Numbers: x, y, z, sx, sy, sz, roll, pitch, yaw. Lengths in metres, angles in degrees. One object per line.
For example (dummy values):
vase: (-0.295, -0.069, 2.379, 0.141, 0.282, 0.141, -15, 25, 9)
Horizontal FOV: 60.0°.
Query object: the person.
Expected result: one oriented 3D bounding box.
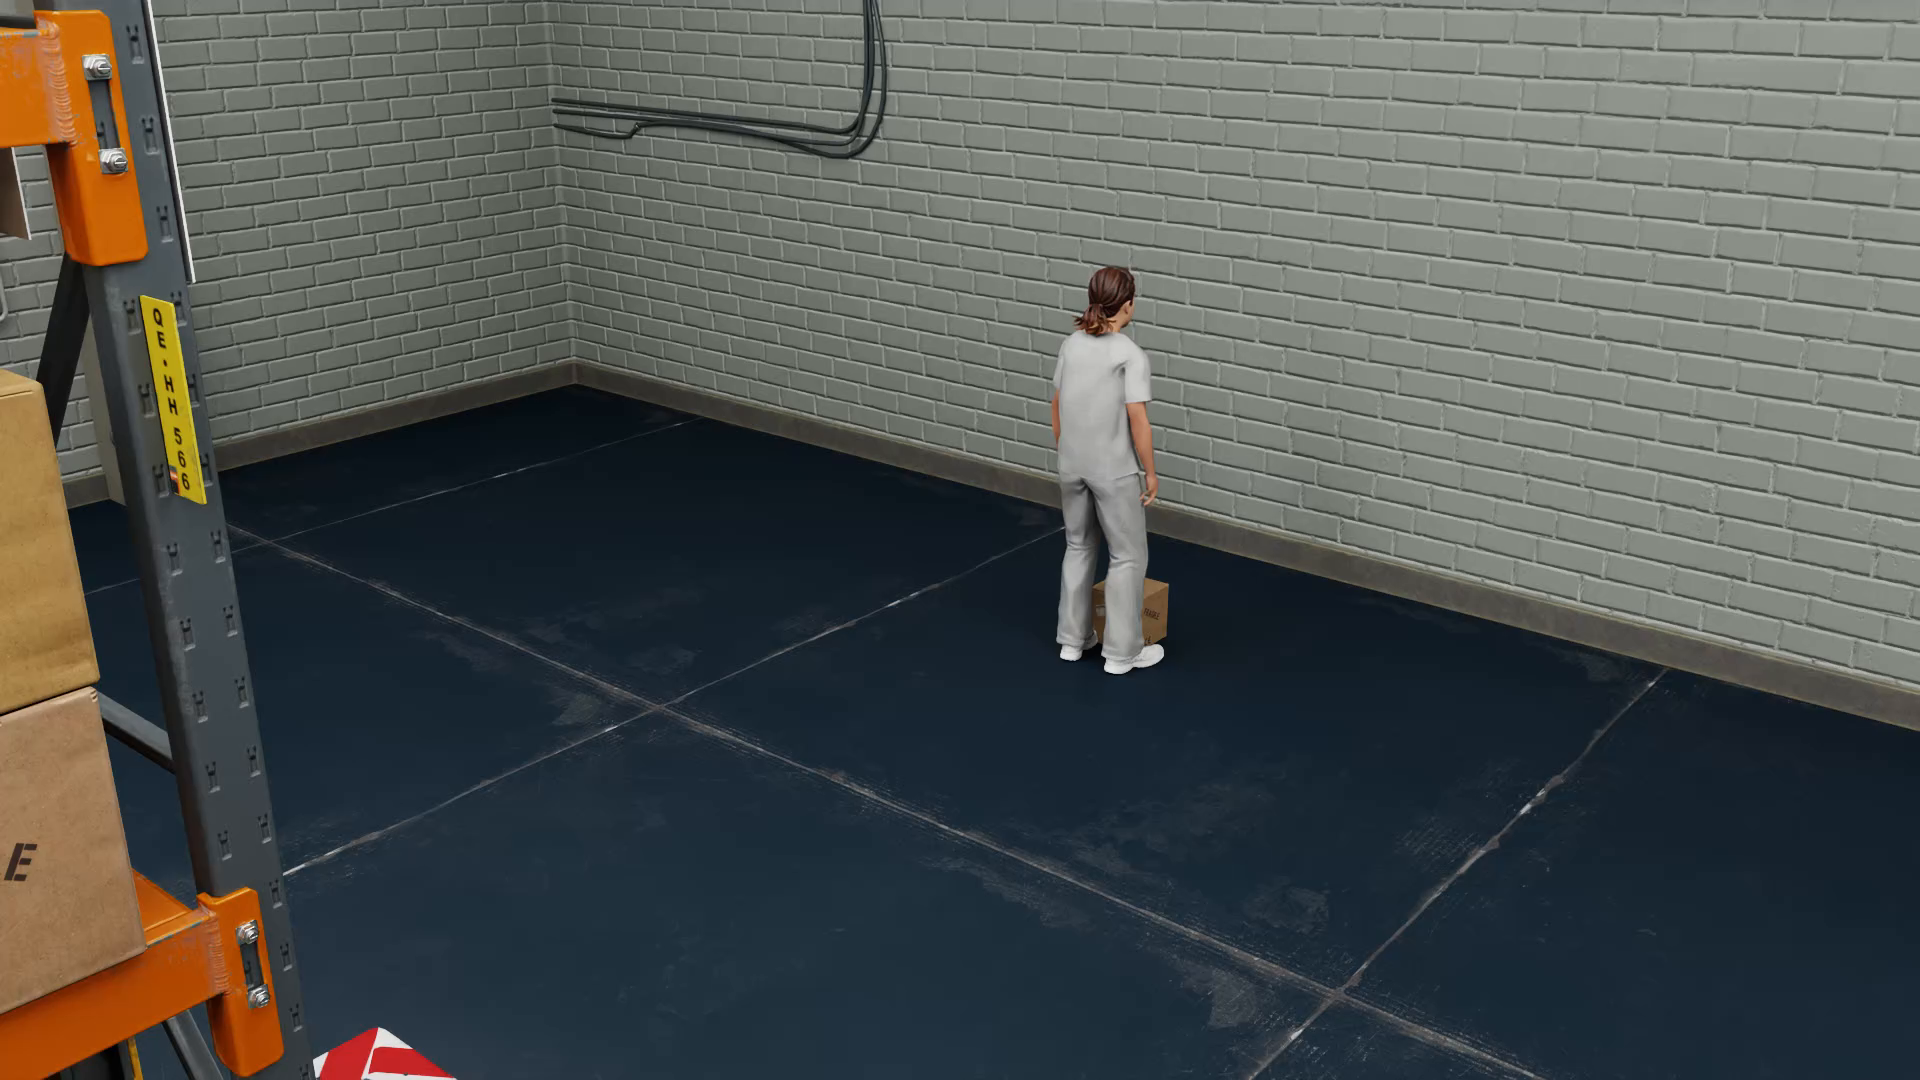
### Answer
person: (0.590, -0.284, 6.845, 0.487, 1.673, 0.356, 16, 26, 37)
